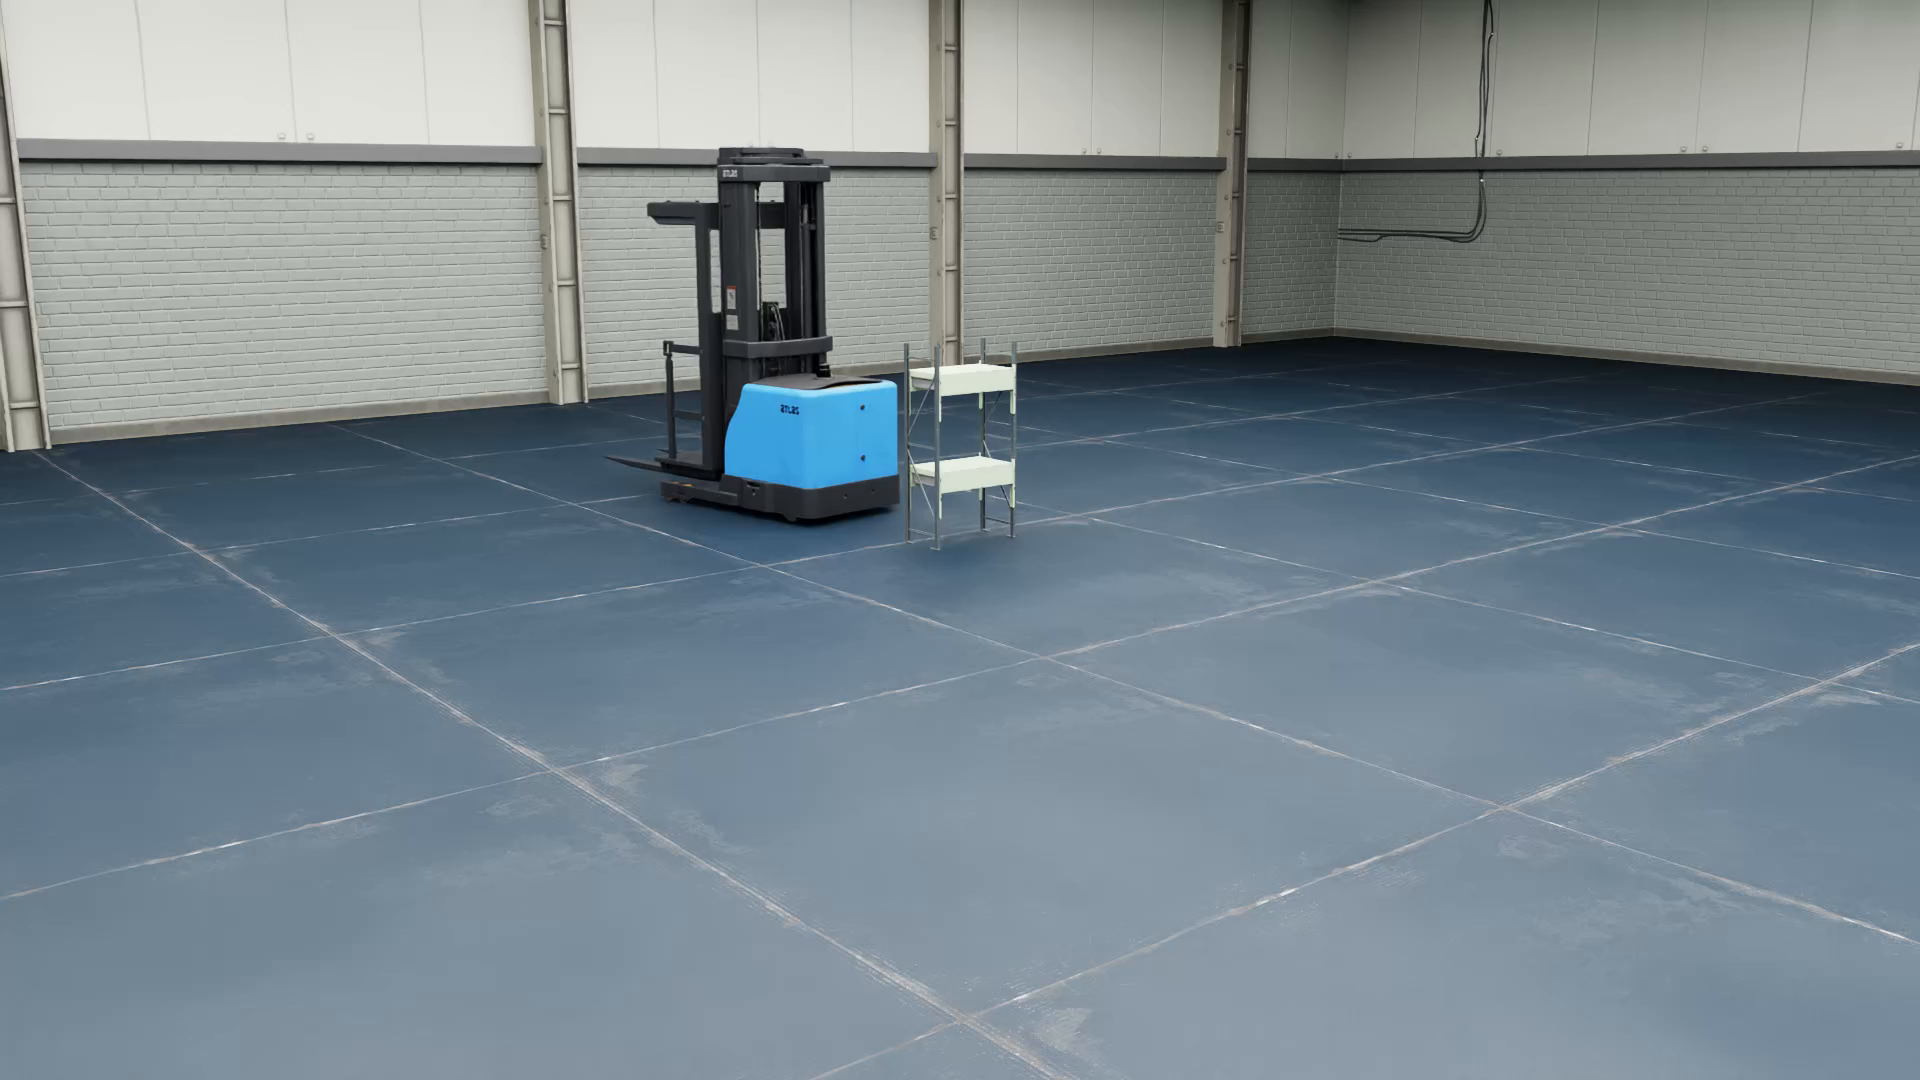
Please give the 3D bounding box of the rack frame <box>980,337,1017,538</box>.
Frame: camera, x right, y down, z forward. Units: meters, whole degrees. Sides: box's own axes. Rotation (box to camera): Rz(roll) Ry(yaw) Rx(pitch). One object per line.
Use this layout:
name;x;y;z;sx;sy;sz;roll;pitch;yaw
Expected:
rack frame;0.291;-0.782;12.701;0.023;1.500;0.400;-9;15;-38

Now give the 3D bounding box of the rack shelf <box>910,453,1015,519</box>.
rack shelf;0.005;-0.416;12.545;0.720;0.370;0.431;-9;15;-38

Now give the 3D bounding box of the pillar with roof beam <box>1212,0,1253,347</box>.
pillar with roof beam;7.183;-6.978;23.824;0.400;9.000;9.100;-9;15;-38

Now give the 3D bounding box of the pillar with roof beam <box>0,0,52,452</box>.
pillar with roof beam;-6.872;-4.642;12.825;0.400;9.000;9.100;-9;15;-38

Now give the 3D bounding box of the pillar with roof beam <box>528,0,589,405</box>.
pillar with roof beam;-2.187;-5.420;16.491;0.400;9.000;9.100;-9;15;-38

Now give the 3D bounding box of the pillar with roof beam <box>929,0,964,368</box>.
pillar with roof beam;2.498;-6.199;20.158;0.400;9.000;9.100;-9;15;-38

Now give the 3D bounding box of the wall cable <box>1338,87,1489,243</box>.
wall cable;7.621;-6.325;28.225;0.112;2.526;3.097;-9;15;-38

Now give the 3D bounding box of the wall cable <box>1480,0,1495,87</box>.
wall cable;9.311;-8.356;25.634;0.112;2.526;3.097;-9;15;-38

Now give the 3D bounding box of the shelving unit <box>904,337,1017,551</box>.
shelving unit;0.005;-0.735;12.477;0.755;1.500;0.431;-9;15;-38

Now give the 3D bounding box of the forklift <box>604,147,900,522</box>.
forklift;-1.915;-1.813;14.112;3.031;2.935;1.130;11;16;42

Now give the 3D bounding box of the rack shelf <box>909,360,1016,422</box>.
rack shelf;0.005;-1.116;12.396;0.720;0.370;0.431;-9;15;-38

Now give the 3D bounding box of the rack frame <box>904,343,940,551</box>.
rack frame;-0.281;-0.687;12.253;0.023;1.500;0.400;-9;15;-38
